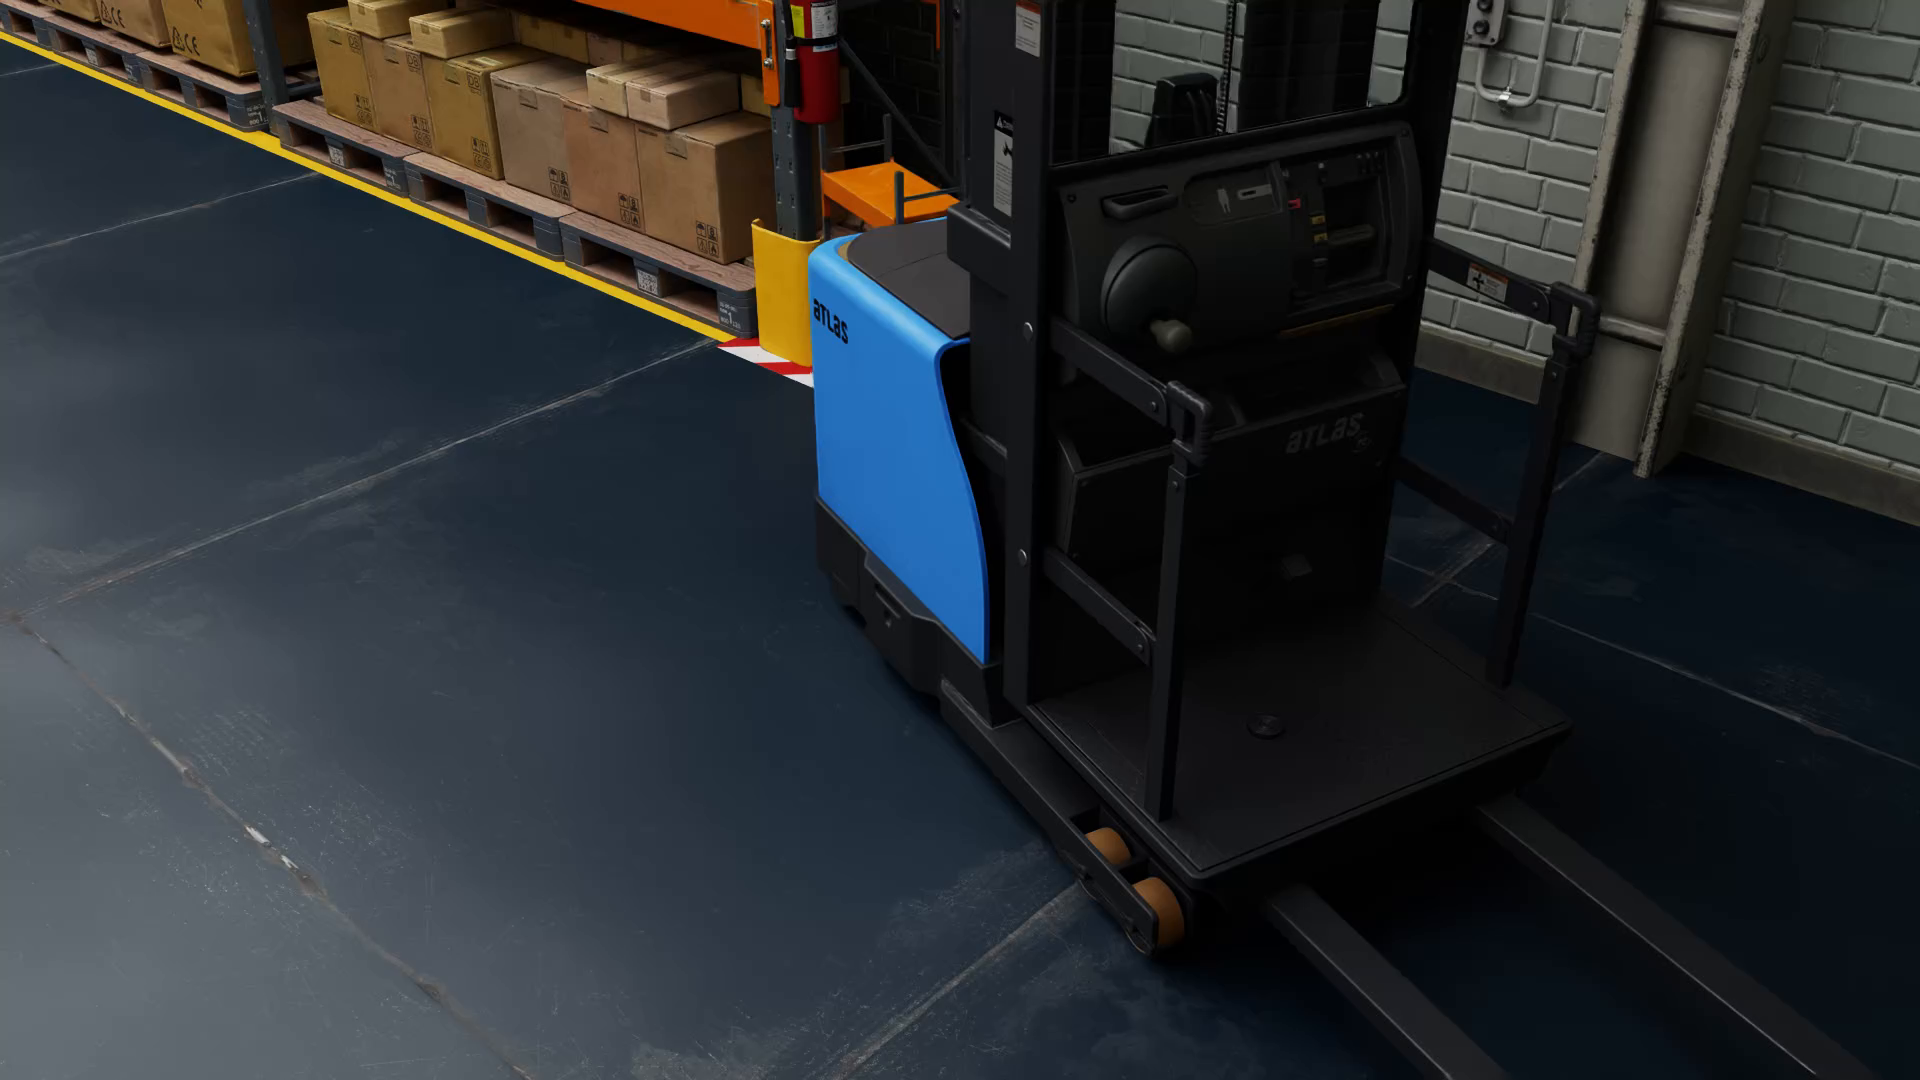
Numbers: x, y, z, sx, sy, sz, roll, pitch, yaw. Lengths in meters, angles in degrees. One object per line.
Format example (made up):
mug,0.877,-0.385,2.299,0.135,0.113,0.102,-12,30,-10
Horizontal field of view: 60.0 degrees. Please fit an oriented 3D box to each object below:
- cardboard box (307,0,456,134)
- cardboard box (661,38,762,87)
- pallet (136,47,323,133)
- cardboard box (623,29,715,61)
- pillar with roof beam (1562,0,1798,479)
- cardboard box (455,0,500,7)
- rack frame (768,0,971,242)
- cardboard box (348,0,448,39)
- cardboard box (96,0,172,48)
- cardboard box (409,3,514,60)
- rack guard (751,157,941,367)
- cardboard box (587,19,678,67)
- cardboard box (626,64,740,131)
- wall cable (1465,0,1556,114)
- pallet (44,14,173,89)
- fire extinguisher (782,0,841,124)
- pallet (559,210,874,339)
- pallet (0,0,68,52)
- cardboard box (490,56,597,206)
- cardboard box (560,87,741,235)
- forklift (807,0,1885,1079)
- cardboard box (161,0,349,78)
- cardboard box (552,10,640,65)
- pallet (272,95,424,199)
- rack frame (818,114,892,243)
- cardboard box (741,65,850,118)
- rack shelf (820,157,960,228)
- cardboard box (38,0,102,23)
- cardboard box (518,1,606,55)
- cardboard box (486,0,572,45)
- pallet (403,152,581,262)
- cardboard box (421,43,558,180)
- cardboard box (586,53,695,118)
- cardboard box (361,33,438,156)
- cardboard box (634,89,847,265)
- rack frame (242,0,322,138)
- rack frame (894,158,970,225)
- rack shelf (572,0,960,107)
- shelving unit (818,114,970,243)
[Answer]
cardboard box,-2.790,-2.416,8.371,0.500,0.500,0.700,26,39,36
cardboard box,-1.046,-2.020,7.084,0.250,0.149,0.380,25,39,35
pallet,-3.899,-2.648,9.445,1.213,0.211,1.003,25,39,35
cardboard box,-1.231,-2.106,7.228,0.250,0.149,0.380,25,39,35
pillar with roof beam,-0.617,-2.541,0.746,0.400,9.000,9.100,25,39,35
cardboard box,-2.177,-2.547,7.961,0.250,0.149,0.380,24,38,34
rack frame,-0.310,-2.220,6.030,0.127,3.000,1.000,25,39,35
cardboard box,-2.659,-2.505,7.891,0.250,0.149,0.380,27,40,37
cardboard box,-4.506,-3.346,9.576,0.750,0.750,0.750,26,40,36
cardboard box,-2.272,-2.325,7.591,0.250,0.149,0.380,24,38,34
rack guard,-0.293,-1.141,6.661,0.348,0.500,1.175,25,39,35
cardboard box,-1.420,-2.194,7.374,0.250,0.149,0.380,26,39,36
cardboard box,-1.114,-1.786,6.696,0.250,0.149,0.380,25,39,35
wall cable,1.274,-2.574,5.633,1.851,1.984,0.084,25,39,35
pallet,-4.808,-3.071,10.146,1.213,0.211,1.003,25,39,35
fire extinguisher,-0.508,-1.799,5.766,0.183,0.674,0.296,25,39,35
pallet,-0.956,-1.273,7.159,1.213,0.211,1.003,25,39,35
pallet,-5.708,-3.493,10.847,1.213,0.211,1.003,25,39,35
cardboard box,-1.641,-1.880,7.482,0.500,0.500,0.700,24,38,34
cardboard box,-1.268,-1.707,7.193,0.500,0.500,0.700,25,39,35
forklift,0.726,-0.603,3.410,1.130,2.935,3.031,-16,35,-25
cardboard box,-3.845,-3.039,9.067,0.750,0.750,0.750,26,39,36
cardboard box,-1.611,-2.283,7.521,0.250,0.149,0.380,25,39,36
pallet,-2.765,-2.117,8.562,1.213,0.211,1.003,25,39,35
rack frame,-0.318,-0.757,5.344,0.240,1.200,0.015,-16,35,-25
cardboard box,-0.670,-1.845,6.793,0.250,0.149,0.380,25,39,35
rack shelf,-0.196,-0.984,4.960,0.258,0.148,0.480,-16,35,-25
cardboard box,-5.139,-3.638,10.062,0.750,0.750,0.750,25,39,35
cardboard box,-1.798,-2.371,7.667,0.250,0.149,0.380,24,39,34
cardboard box,-1.990,-2.460,7.815,0.250,0.149,0.380,25,39,36
pallet,-1.856,-1.695,7.861,1.213,0.211,1.003,25,39,35
cardboard box,-2.041,-2.062,7.784,0.500,0.500,0.700,26,40,36
cardboard box,-1.304,-1.874,6.843,0.250,0.149,0.380,26,40,36
cardboard box,-2.420,-2.241,8.080,0.500,0.500,0.700,25,39,35
cardboard box,-0.896,-1.534,6.905,0.500,0.500,0.700,25,39,35
rack frame,-3.276,-3.605,8.330,0.127,3.000,1.000,25,39,35
rack frame,-0.075,-0.539,4.981,0.240,1.200,0.015,-16,35,-25
rack shelf,-1.793,-2.604,7.365,4.000,0.370,1.077,25,39,35
shelving unit,-0.196,-0.648,5.163,0.258,1.200,0.503,-16,35,-25
